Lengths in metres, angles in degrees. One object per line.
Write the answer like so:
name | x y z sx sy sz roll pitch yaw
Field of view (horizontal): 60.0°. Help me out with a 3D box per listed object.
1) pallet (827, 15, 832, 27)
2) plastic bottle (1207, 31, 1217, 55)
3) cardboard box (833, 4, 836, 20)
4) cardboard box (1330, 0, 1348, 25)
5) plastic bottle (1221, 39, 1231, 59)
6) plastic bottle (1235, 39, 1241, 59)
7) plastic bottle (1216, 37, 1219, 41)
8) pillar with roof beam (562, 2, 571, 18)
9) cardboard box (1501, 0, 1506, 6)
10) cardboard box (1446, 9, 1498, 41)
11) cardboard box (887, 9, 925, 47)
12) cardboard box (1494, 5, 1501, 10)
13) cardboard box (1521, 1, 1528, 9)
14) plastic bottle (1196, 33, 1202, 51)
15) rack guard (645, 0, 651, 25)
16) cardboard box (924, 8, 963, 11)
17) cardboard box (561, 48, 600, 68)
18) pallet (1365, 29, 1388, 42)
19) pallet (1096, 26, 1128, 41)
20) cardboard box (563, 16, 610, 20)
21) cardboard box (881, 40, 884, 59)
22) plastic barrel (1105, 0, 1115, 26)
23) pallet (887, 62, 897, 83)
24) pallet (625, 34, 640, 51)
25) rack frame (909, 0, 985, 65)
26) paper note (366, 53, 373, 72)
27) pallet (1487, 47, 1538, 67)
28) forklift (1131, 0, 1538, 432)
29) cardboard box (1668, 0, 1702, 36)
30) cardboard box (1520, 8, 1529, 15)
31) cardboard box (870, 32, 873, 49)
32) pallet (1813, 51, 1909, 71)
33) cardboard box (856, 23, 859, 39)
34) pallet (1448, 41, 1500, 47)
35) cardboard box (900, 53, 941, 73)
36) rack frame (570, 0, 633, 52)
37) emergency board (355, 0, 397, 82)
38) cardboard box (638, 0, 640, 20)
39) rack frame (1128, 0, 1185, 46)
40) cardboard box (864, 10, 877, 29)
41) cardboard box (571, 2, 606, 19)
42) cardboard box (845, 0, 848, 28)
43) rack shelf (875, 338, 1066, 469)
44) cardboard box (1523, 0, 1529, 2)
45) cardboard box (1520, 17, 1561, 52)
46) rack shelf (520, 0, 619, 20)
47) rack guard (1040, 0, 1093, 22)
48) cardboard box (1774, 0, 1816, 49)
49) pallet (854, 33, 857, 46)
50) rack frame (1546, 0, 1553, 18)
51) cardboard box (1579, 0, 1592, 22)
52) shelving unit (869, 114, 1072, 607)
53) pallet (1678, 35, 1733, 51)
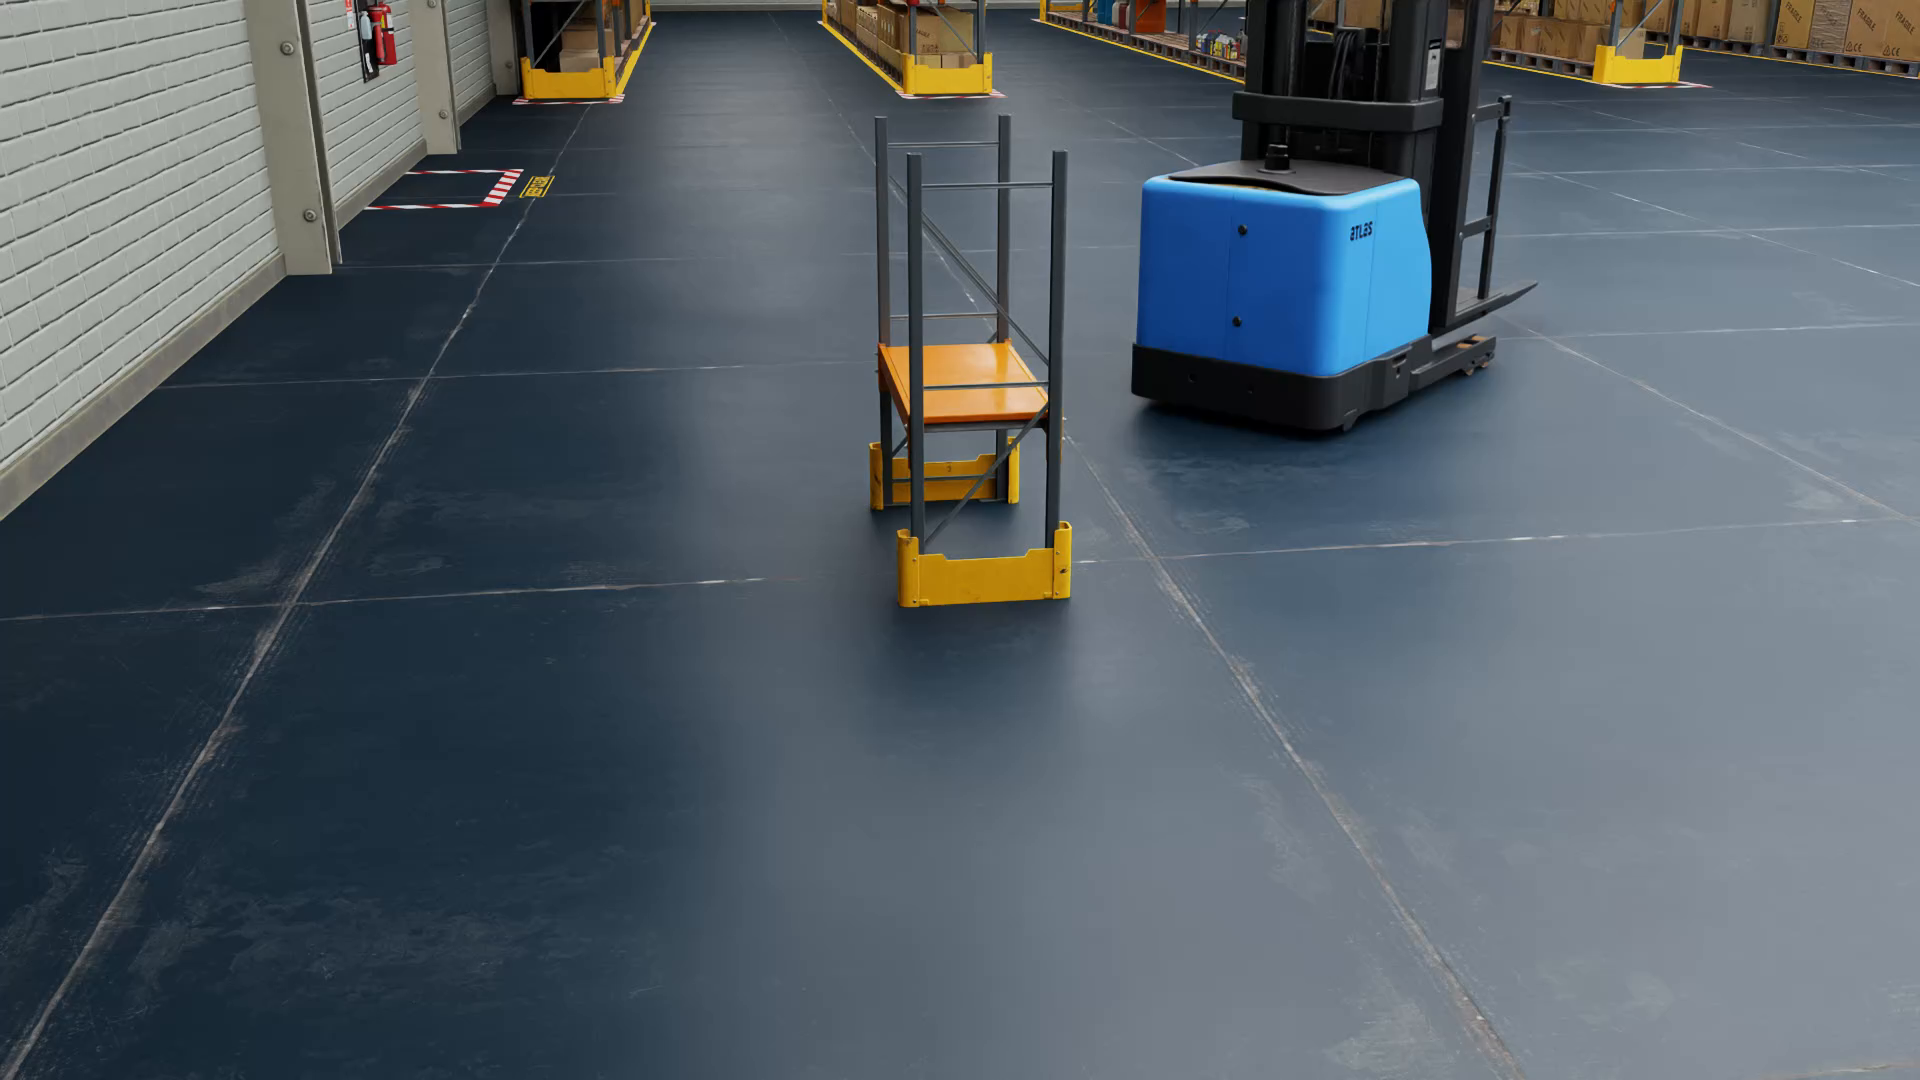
pallet | -2.350 -11.344 36.288 1.003 0.211 1.213 -3 21 -8
plastic bottle | 3.888 -7.646 25.558 0.144 0.351 0.185 -4 21 -10
cardboard box | -2.371 -10.957 34.480 0.500 0.311 0.500 -3 21 -8
cardboard box | 8.145 -10.738 33.115 1.225 0.875 0.875 -4 21 -10
plastic bottle | 4.004 -7.342 24.852 0.152 0.276 0.135 -3 21 -9
plastic bottle | 4.129 -7.303 24.737 0.061 0.283 0.133 -3 21 -8
plastic bottle | 3.946 -7.560 25.441 0.097 0.271 0.097 0 20 0
pillar with roof beam | -3.499 -14.543 32.293 9.100 9.000 0.400 -3 21 -8
cardboard box | 12.319 -12.022 37.165 0.380 0.149 0.250 -2 21 -5
cardboard box | 8.858 -8.905 28.716 0.700 0.500 0.500 -5 21 -12
cardboard box | -0.772 -7.363 23.900 0.500 0.500 0.500 -3 21 -8
cardboard box | 12.178 -11.890 37.237 0.380 0.149 0.250 -4 21 -10
cardboard box | 12.358 -11.560 35.930 0.380 0.149 0.250 -4 21 -10
plastic bottle | 3.767 -7.842 26.197 0.097 0.271 0.097 0 20 0
rack guard | -7.382 -11.539 36.397 1.175 0.500 0.348 -3 21 -8
cardboard box | -0.241 -7.390 23.972 0.500 0.500 0.500 -3 21 -8
cardboard box | -5.165 -6.550 22.681 0.500 0.311 0.500 -1 21 -3
pallet | 8.440 -9.652 31.757 1.003 0.211 1.213 -3 21 -8
pallet | 3.251 -9.818 32.201 1.003 0.211 1.213 -3 21 -8
cardboard box | -5.895 -8.013 26.326 0.700 0.500 0.500 -3 21 -9
cardboard box | -0.913 -7.358 24.958 0.500 0.250 0.500 -3 21 -8
plastic barrel | 3.165 -10.596 32.698 0.600 0.901 0.708 -3 21 -8
pallet | -0.495 -6.791 24.097 1.003 0.211 1.213 -3 21 -8
pallet | -6.264 -8.902 29.750 1.003 0.211 1.213 -3 21 -8
rack frame | -0.171 -7.413 21.778 1.000 3.000 0.127 -3 21 -8
paper note | -4.888 -3.949 13.760 0.016 0.148 0.142 -3 21 -8
pallet | 9.188 -7.760 26.690 1.003 0.211 1.213 -3 21 -8
forklift | 2.118 -2.302 8.192 1.130 2.935 3.031 15 25 35
cardboard box | 13.530 -9.522 30.037 1.050 0.750 0.750 -3 21 -7
cardboard box | 12.375 -11.444 36.043 0.380 0.149 0.250 -4 21 -10
cardboard box | -1.165 -8.011 26.708 0.500 0.250 0.500 -3 21 -9
pallet | 14.190 -7.515 26.035 1.003 0.211 1.213 -3 21 -8
cardboard box | -1.539 -8.896 29.076 0.500 0.250 0.500 -3 21 -8
pallet | 8.942 -8.260 28.029 1.003 0.211 1.213 -3 21 -8
cardboard box | -0.540 -6.493 22.642 0.500 0.250 0.500 -3 21 -8
rack frame | -6.225 -9.932 28.521 1.000 3.000 0.127 -3 21 -8
emergency board | -4.846 -4.426 13.779 0.194 1.169 0.643 -3 21 -8
cardboard box | -6.877 -10.781 33.766 0.700 0.500 0.500 -3 21 -8
rack frame | 3.578 -10.432 29.859 1.000 3.000 0.127 -3 21 -8
cardboard box | -1.309 -8.622 27.543 0.500 0.311 0.500 -3 21 -8
cardboard box | -5.838 -8.340 26.130 0.500 0.250 0.500 -3 21 -9
cardboard box | -1.919 -10.066 31.823 0.500 0.500 0.500 -3 21 -7
rack shelf | 0.012 -0.505 5.938 0.538 0.185 1.000 -3 21 -8
cardboard box | 12.398 -11.704 35.889 0.380 0.149 0.250 -3 21 -8
cardboard box | 9.164 -7.984 26.278 0.500 0.500 0.500 4 21 9
rack shelf | -5.360 -7.518 23.085 1.077 0.370 4.000 -3 21 -8
rack guard | 2.409 -12.038 37.733 1.175 0.500 0.348 -3 21 -8
cardboard box | 14.000 -8.492 27.102 0.875 0.875 0.875 -3 21 -7
pallet | -1.394 -9.137 30.379 1.003 0.211 1.213 -3 21 -8
rack frame | 12.826 -12.282 34.812 1.000 3.000 0.127 -3 21 -8
cardboard box | 12.836 -10.674 33.481 0.500 0.500 0.500 -3 21 -7
shelving unit | 0.011 -0.676 5.883 0.587 1.500 1.083 -3 21 -8
pallet | 13.614 -8.892 29.722 1.003 0.211 1.213 -3 21 -8
